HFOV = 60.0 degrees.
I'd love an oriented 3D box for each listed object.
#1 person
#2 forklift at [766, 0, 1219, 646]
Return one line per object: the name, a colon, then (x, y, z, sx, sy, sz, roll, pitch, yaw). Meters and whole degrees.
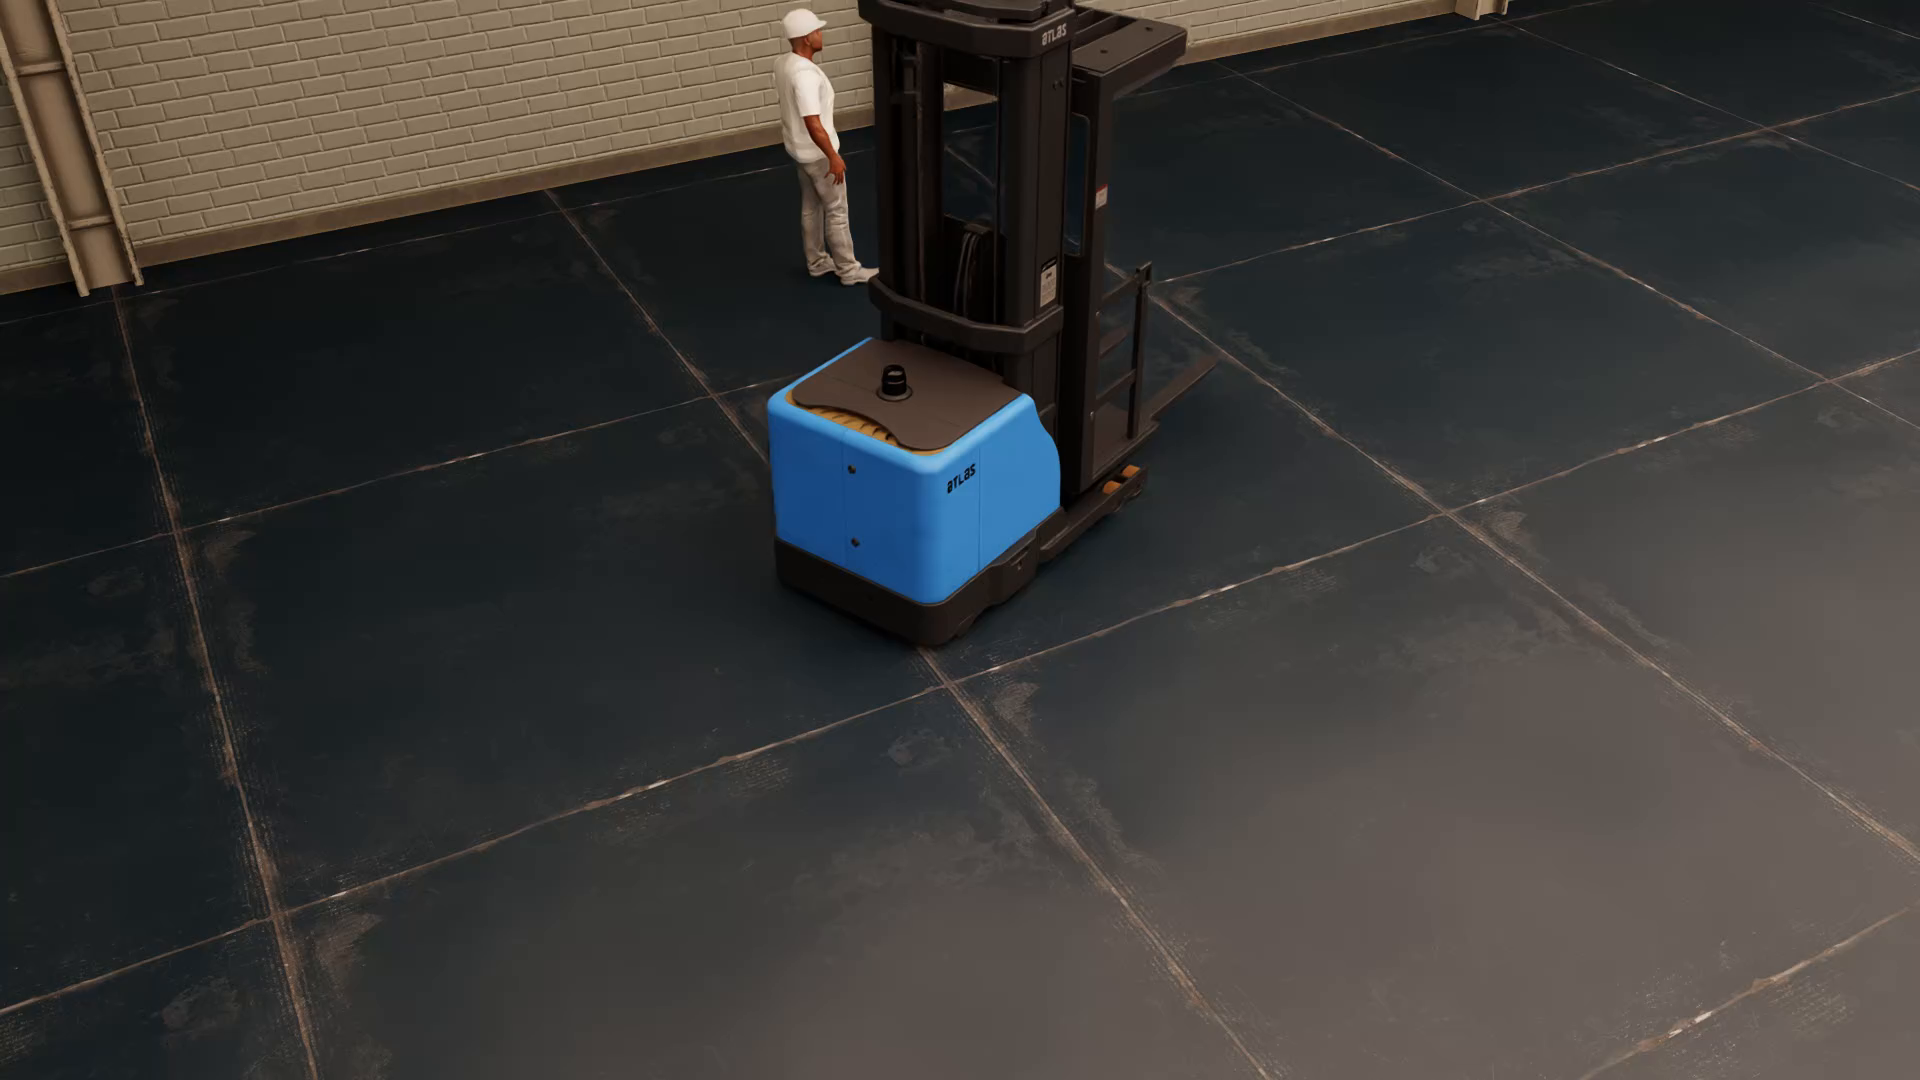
person: (-0.863, -2.529, 10.706, 0.571, 1.771, 0.696, -16, 38, -21)
forklift: (0.359, -1.496, 8.239, 1.130, 2.935, 3.031, 23, 41, 29)
